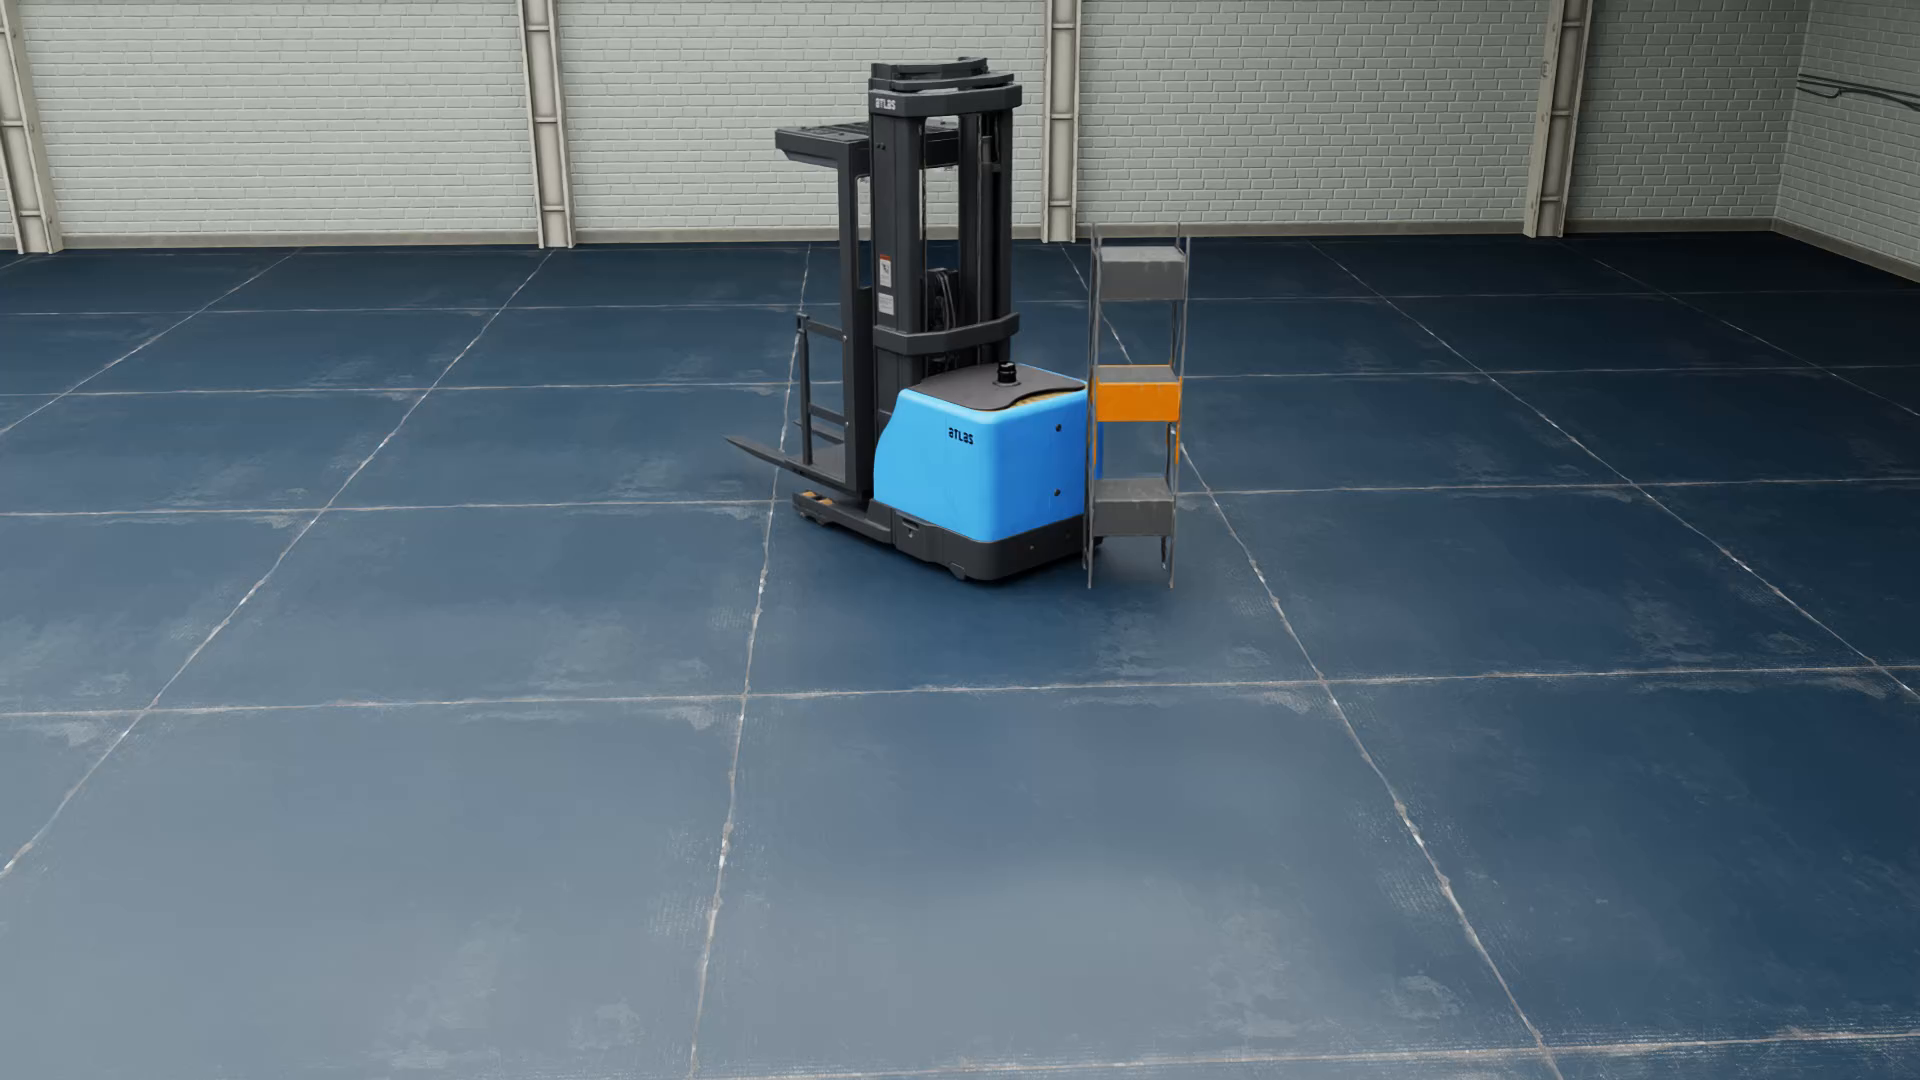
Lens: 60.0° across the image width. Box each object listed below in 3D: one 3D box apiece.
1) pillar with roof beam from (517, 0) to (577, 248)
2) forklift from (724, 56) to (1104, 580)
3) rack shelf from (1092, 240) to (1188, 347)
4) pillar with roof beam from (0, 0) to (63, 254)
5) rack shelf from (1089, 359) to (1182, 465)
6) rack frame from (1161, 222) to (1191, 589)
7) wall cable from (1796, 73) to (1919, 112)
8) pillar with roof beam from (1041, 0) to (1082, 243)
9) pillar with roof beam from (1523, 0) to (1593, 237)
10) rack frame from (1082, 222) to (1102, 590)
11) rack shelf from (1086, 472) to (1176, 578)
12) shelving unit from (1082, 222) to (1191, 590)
[{"bbox_3d":[-4.555,-6.193,14.241,0.400,9.000,9.100,-1,21,-3],"label":"pillar with roof beam"},{"bbox_3d":[-0.452,-1.576,10.642,1.130,2.935,3.031,-17,27,-38],"label":"forklift"},{"bbox_3d":[1.007,-1.400,9.419,0.480,0.518,0.431,-1,21,-1],"label":"rack shelf"},{"bbox_3d":[-10.545,-6.071,13.920,0.400,9.000,9.100,-1,21,-3],"label":"pillar with roof beam"},{"bbox_3d":[1.007,-0.746,9.668,0.480,0.518,0.431,-1,21,-1],"label":"rack shelf"},{"bbox_3d":[1.251,-0.761,9.669,0.015,2.100,0.400,-1,21,-1],"label":"rack frame"},{"bbox_3d":[10.197,-6.105,18.373,0.112,2.526,3.097,-1,21,-3],"label":"wall cable"},{"bbox_3d":[1.436,-6.315,14.561,0.400,9.000,9.100,-1,21,-3],"label":"pillar with roof beam"},{"bbox_3d":[7.426,-6.437,14.881,0.400,9.000,9.100,-1,21,-3],"label":"pillar with roof beam"},{"bbox_3d":[0.763,-0.757,9.657,0.015,2.100,0.400,-1,21,-1],"label":"rack frame"},{"bbox_3d":[1.007,-0.092,9.917,0.480,0.518,0.431,-1,21,-1],"label":"rack shelf"},{"bbox_3d":[1.007,-0.759,9.663,0.503,2.100,0.431,-1,21,-1],"label":"shelving unit"}]
